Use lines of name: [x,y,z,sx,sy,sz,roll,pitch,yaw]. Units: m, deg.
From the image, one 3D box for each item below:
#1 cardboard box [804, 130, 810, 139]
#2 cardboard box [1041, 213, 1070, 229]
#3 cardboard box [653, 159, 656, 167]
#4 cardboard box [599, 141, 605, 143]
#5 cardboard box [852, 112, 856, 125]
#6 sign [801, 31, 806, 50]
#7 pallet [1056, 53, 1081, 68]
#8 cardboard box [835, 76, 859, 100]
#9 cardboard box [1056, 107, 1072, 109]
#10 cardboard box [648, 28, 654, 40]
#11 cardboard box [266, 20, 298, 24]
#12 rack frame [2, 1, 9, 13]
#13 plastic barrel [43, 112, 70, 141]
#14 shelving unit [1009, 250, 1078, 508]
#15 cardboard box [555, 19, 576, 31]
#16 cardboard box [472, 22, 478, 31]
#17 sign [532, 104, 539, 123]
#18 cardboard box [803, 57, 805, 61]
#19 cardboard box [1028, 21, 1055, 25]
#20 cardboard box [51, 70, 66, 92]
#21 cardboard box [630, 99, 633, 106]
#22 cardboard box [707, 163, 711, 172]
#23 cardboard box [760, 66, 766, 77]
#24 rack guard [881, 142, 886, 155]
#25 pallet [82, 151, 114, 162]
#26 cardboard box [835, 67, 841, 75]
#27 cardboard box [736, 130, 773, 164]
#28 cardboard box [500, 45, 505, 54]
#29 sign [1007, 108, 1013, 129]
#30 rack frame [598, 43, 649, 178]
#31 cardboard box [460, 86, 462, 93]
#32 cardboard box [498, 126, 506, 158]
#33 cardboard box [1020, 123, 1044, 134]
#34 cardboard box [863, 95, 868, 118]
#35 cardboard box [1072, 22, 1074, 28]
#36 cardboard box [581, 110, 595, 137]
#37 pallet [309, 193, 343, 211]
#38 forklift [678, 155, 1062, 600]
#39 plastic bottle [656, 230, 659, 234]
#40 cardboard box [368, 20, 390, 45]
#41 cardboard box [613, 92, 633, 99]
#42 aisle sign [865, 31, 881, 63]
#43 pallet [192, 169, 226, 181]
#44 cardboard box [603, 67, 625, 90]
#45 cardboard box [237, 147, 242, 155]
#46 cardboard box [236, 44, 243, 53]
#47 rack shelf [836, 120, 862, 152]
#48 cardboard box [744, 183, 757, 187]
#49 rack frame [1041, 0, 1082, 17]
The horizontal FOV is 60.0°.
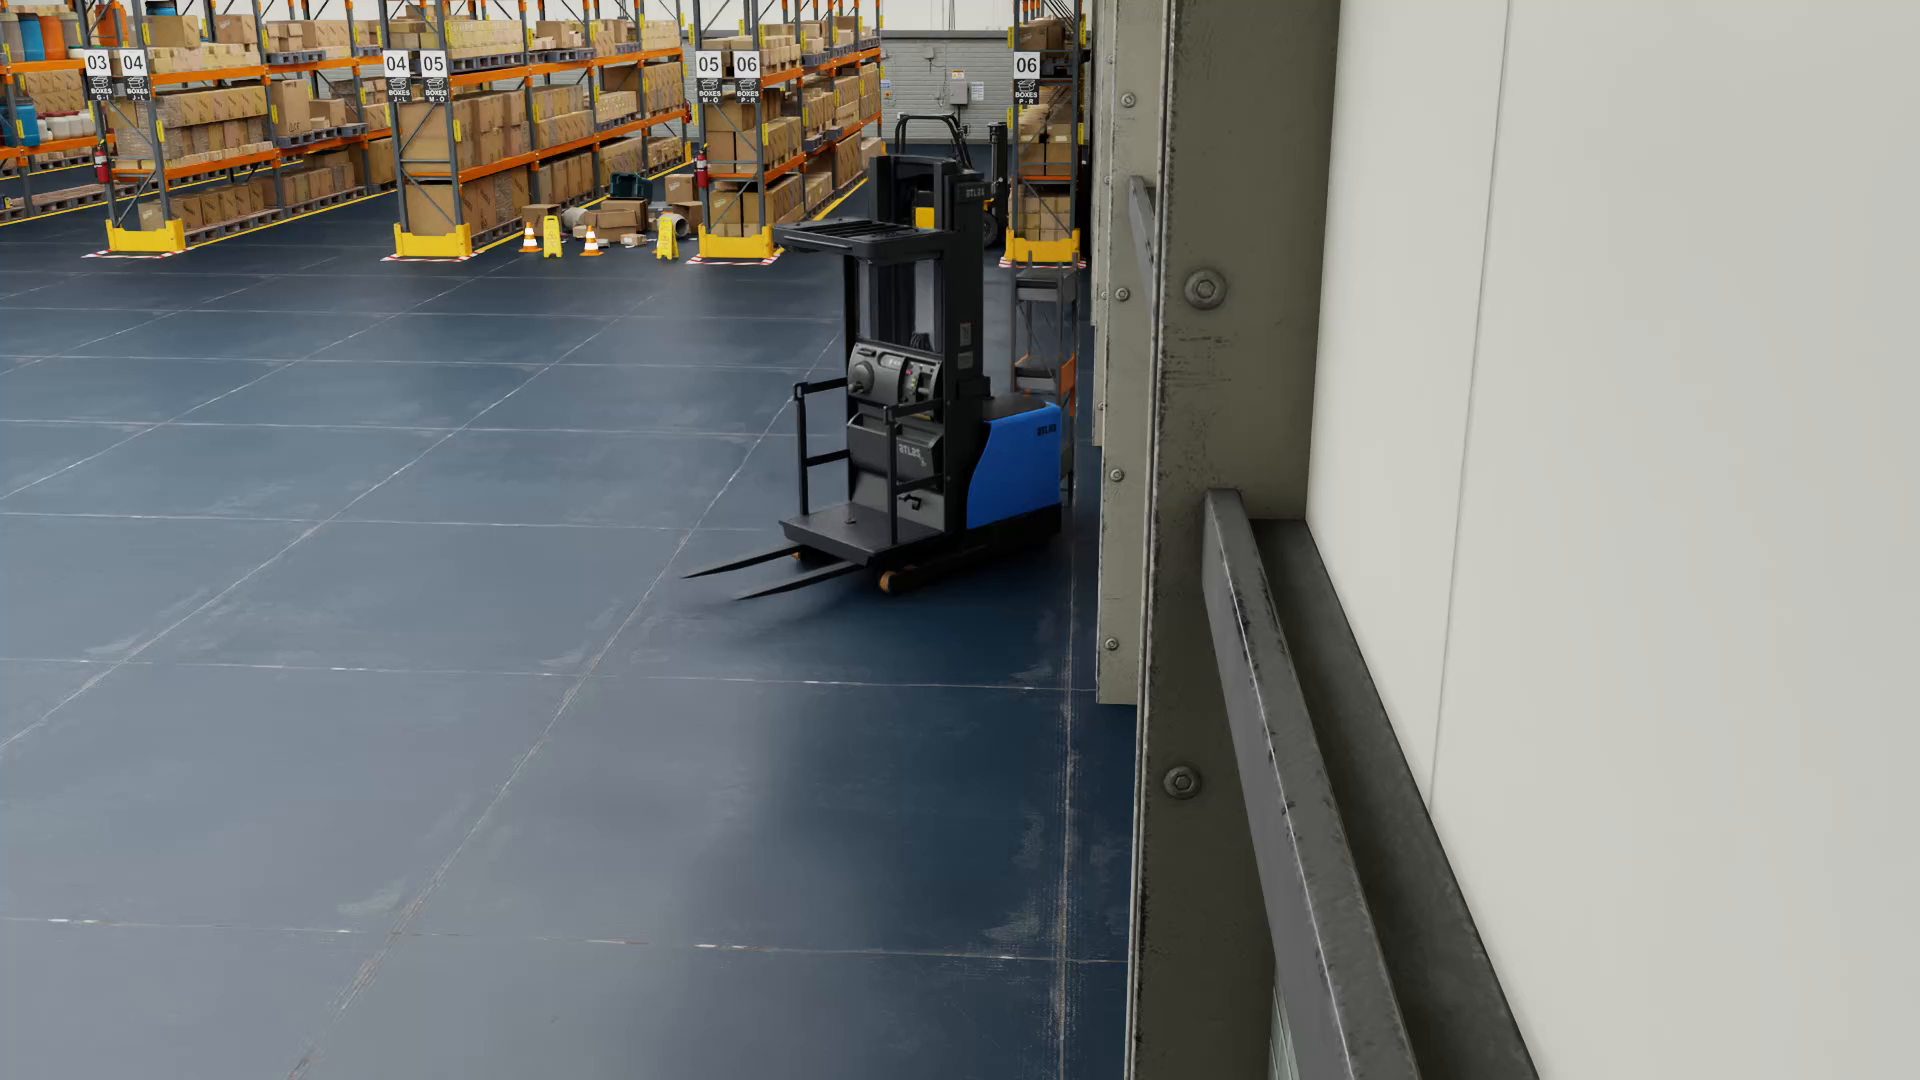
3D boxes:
cardboard box: [-2.985,-7.499,30.720,0.380,0.149,0.250,2,18,5]
cardboard box: [1.566,-5.174,26.834,0.500,0.250,0.500,2,18,5]
cardboard box: [-7.345,-8.851,39.022,0.380,0.149,0.250,2,18,6]
cardboard box: [-8.104,-8.638,36.605,0.500,0.250,0.500,2,18,6]
cardboard box: [-2.584,-9.364,36.925,0.500,0.250,0.500,1,18,3]
sign: [-2.798,-8.915,29.667,0.100,0.325,0.005,1,18,4]
pallet: [1.576,-8.262,28.646,1.003,0.211,1.213,1,18,4]
cardboard box: [-2.547,-10.117,37.215,0.500,0.500,0.500,2,18,6]
cardboard box: [2.046,-8.317,32.285,0.380,0.149,0.250,1,18,4]
cardboard box: [-7.396,-11.708,38.458,0.500,0.250,0.500,1,18,4]
cardboard box: [-13.296,-9.974,32.764,0.500,0.500,0.500,1,18,2]
rack frame: [-22.531,-13.033,38.246,1.000,3.000,0.127,1,18,4]
plastic barrel: [-17.824,-8.170,32.822,0.433,0.535,0.433,0,18,0]
shelving unit: [0.659,-1.210,13.243,0.431,2.100,0.503,5,19,16]
cardboard box: [-8.205,-10.703,34.563,0.396,0.266,0.258,1,18,4]
cardboard box: [-8.156,-8.435,27.319,0.380,0.149,0.250,1,18,3]
sign: [-7.730,-7.770,30.302,0.100,0.325,0.005,1,18,4]
cardboard box: [-3.134,-9.496,32.104,0.797,0.503,0.637,1,18,4]
cardboard box: [1.531,-9.571,31.502,0.500,0.500,0.500,2,18,5]
cardboard box: [-22.143,-11.165,40.413,0.500,0.500,0.500,1,18,2]
cardboard box: [-7.560,-9.829,37.355,0.380,0.149,0.250,1,18,4]
cardboard box: [-3.905,-6.094,27.108,0.380,0.149,0.250,1,18,3]
cardboard box: [-3.279,-7.413,26.317,0.380,0.149,0.250,1,18,4]
rack guard: [-2.477,-9.801,42.030,1.175,0.500,0.348,1,18,4]
pallet: [-22.306,-9.828,42.578,1.003,0.211,1.213,1,18,4]
cardboard box: [-2.934,-10.752,38.110,0.380,0.149,0.250,2,18,5]
cardboard box: [-3.316,-6.341,26.821,0.500,0.500,0.500,1,18,3]
cardboard box: [-8.064,-8.451,28.647,0.380,0.149,0.250,2,18,5]
sign: [0.785,-6.581,25.951,0.100,0.325,0.005,1,18,4]
rack frame: [-7.710,-9.818,38.068,1.000,3.000,0.127,1,18,4]
cardboard box: [-12.703,-11.330,41.243,0.500,0.500,0.500,1,18,3]
cardboard box: [-8.471,-6.953,29.085,0.875,0.550,0.550,1,18,4]
cardboard box: [1.140,-6.515,26.309,0.380,0.149,0.250,1,18,4]
cardboard box: [-2.431,-10.082,38.715,0.500,0.500,0.500,1,18,4]
cardboard box: [2.504,-11.509,37.374,0.500,0.250,0.500,1,18,3]
cardboard box: [-7.762,-8.477,33.816,0.500,0.500,0.500,1,18,4]
pallet: [-13.085,-6.772,33.251,1.003,0.211,1.213,1,18,4]
forklift: [-0.625,-1.189,11.843,3.031,2.935,1.130,-17,24,-41]
plastic bottle: [-5.302,-5.499,29.606,0.133,0.061,0.283,4,19,13]
cardboard box: [-12.812,-11.027,36.100,0.797,0.503,0.637,1,18,3]
cardboard box: [-7.563,-9.968,37.301,0.380,0.149,0.250,1,18,2]
aisle sign: [-2.165,-12.232,41.260,0.394,0.787,0.004,1,18,4]
pallet: [-17.687,-8.507,38.545,1.003,0.211,1.213,1,18,4]
cardboard box: [-7.946,-10.634,38.314,0.500,0.500,0.500,1,18,2]
cardboard box: [-13.108,-6.974,29.793,0.380,0.149,0.250,1,18,4]
cardboard box: [-13.001,-8.751,29.595,0.380,0.149,0.250,0,18,1]
rack shelf: [-2.909,-8.776,36.043,1.077,0.370,4.000,1,18,4]
cardboard box: [-3.752,-5.834,28.448,0.500,0.500,0.500,1,18,3]
rack frame: [2.472,-13.722,40.349,1.000,3.000,0.127,1,18,4]
